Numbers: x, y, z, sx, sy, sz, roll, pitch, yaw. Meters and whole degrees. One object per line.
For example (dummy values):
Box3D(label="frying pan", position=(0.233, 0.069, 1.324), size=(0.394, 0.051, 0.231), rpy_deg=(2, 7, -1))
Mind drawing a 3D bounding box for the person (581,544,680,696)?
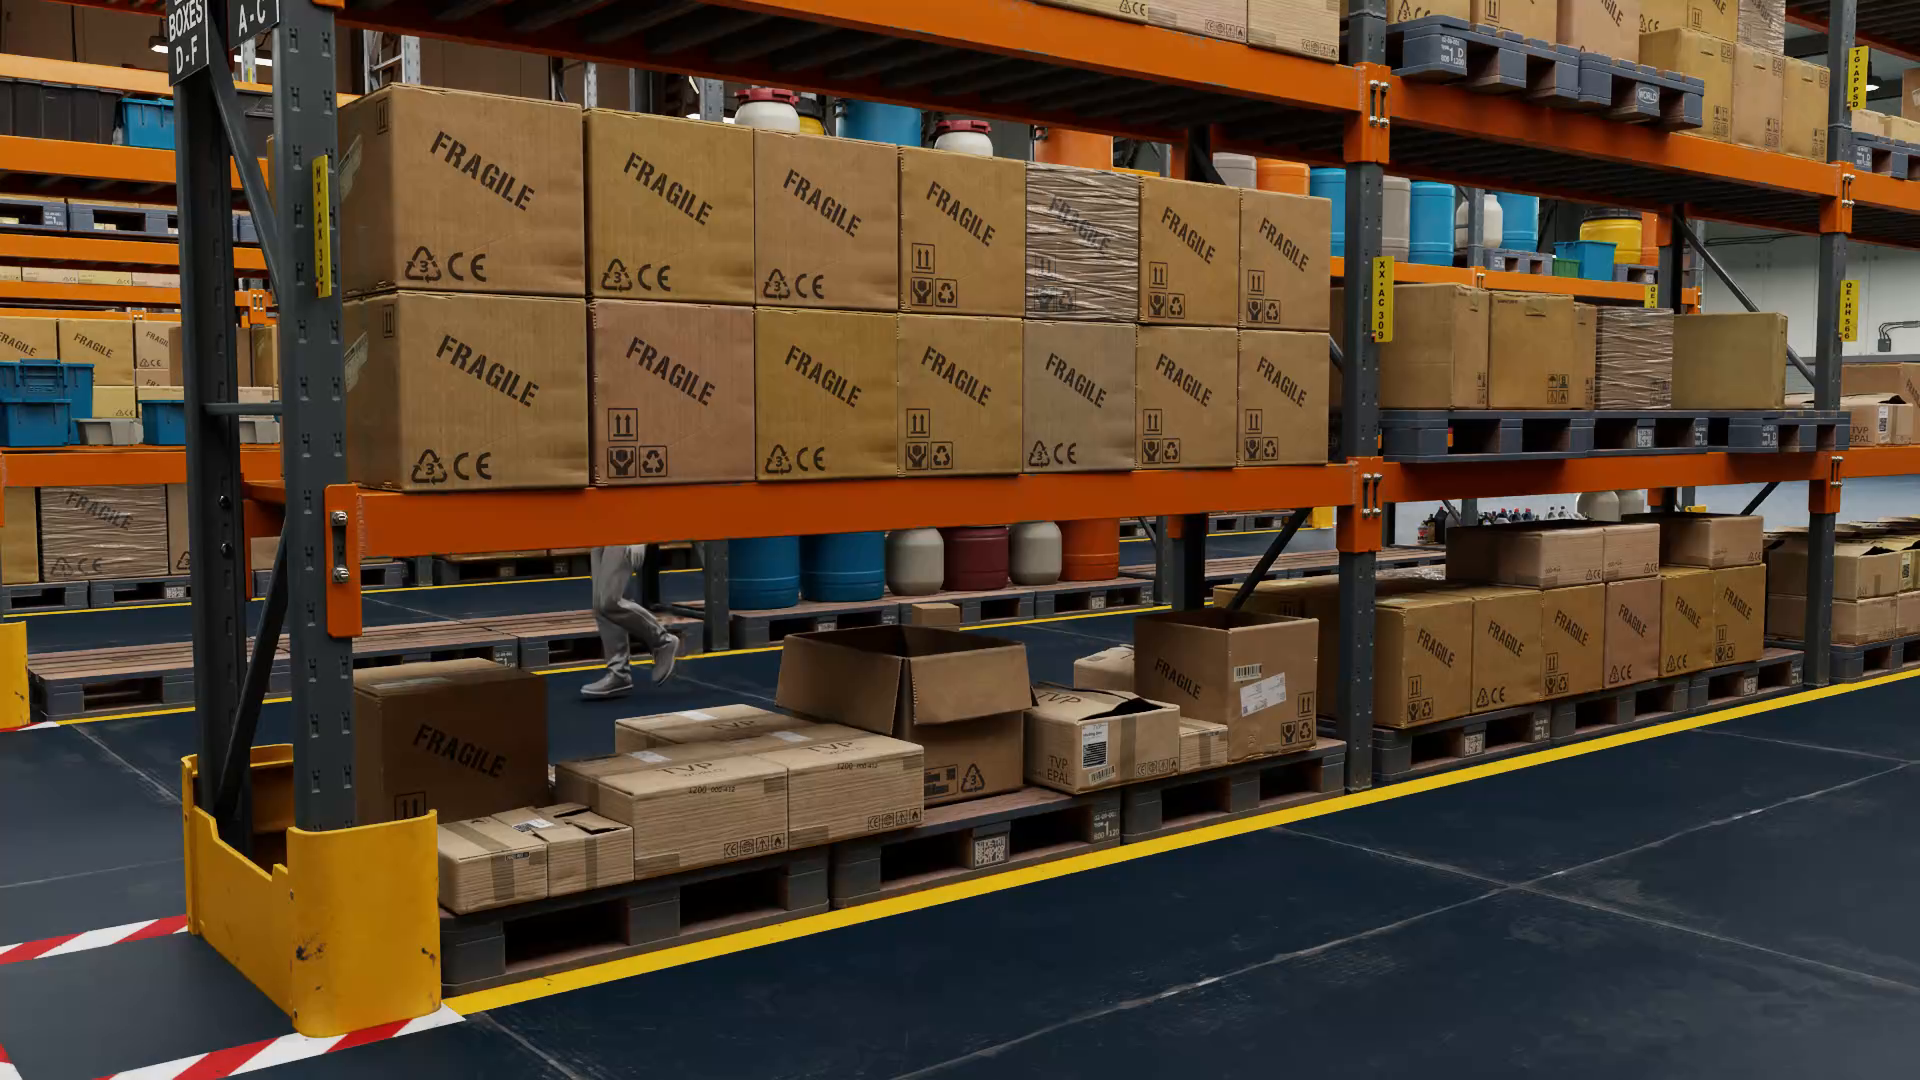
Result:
Box3D(label="person", position=(-1.753, -0.036, 8.681), size=(0.478, 1.683, 0.500), rpy_deg=(-3, 5, -36))
